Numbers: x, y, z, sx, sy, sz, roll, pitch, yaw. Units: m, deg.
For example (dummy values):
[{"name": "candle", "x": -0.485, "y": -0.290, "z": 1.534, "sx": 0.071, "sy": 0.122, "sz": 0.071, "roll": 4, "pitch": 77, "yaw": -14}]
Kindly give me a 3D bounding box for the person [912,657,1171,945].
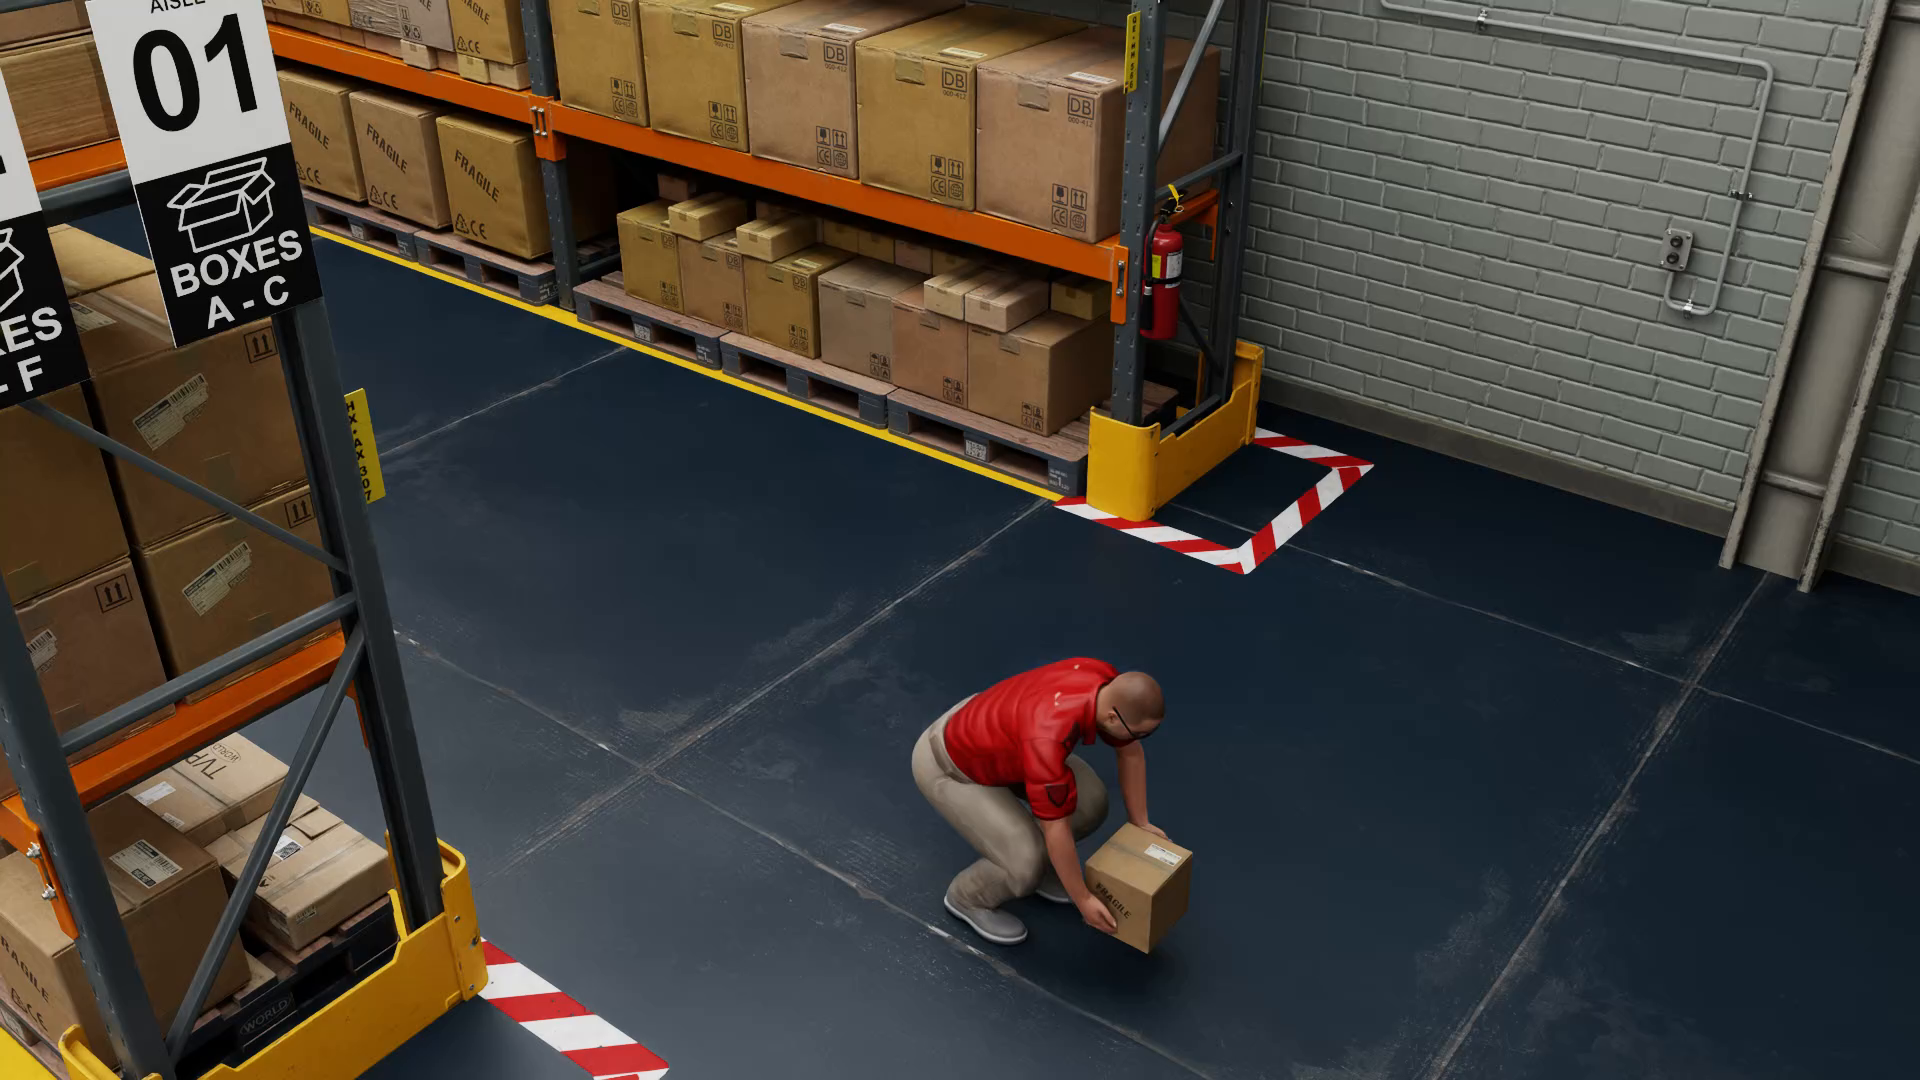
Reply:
[{"name": "person", "x": 0.274, "y": 0.795, "z": 5.446, "sx": 0.845, "sy": 1.085, "sz": 0.573, "roll": 21, "pitch": 37, "yaw": 31}]
